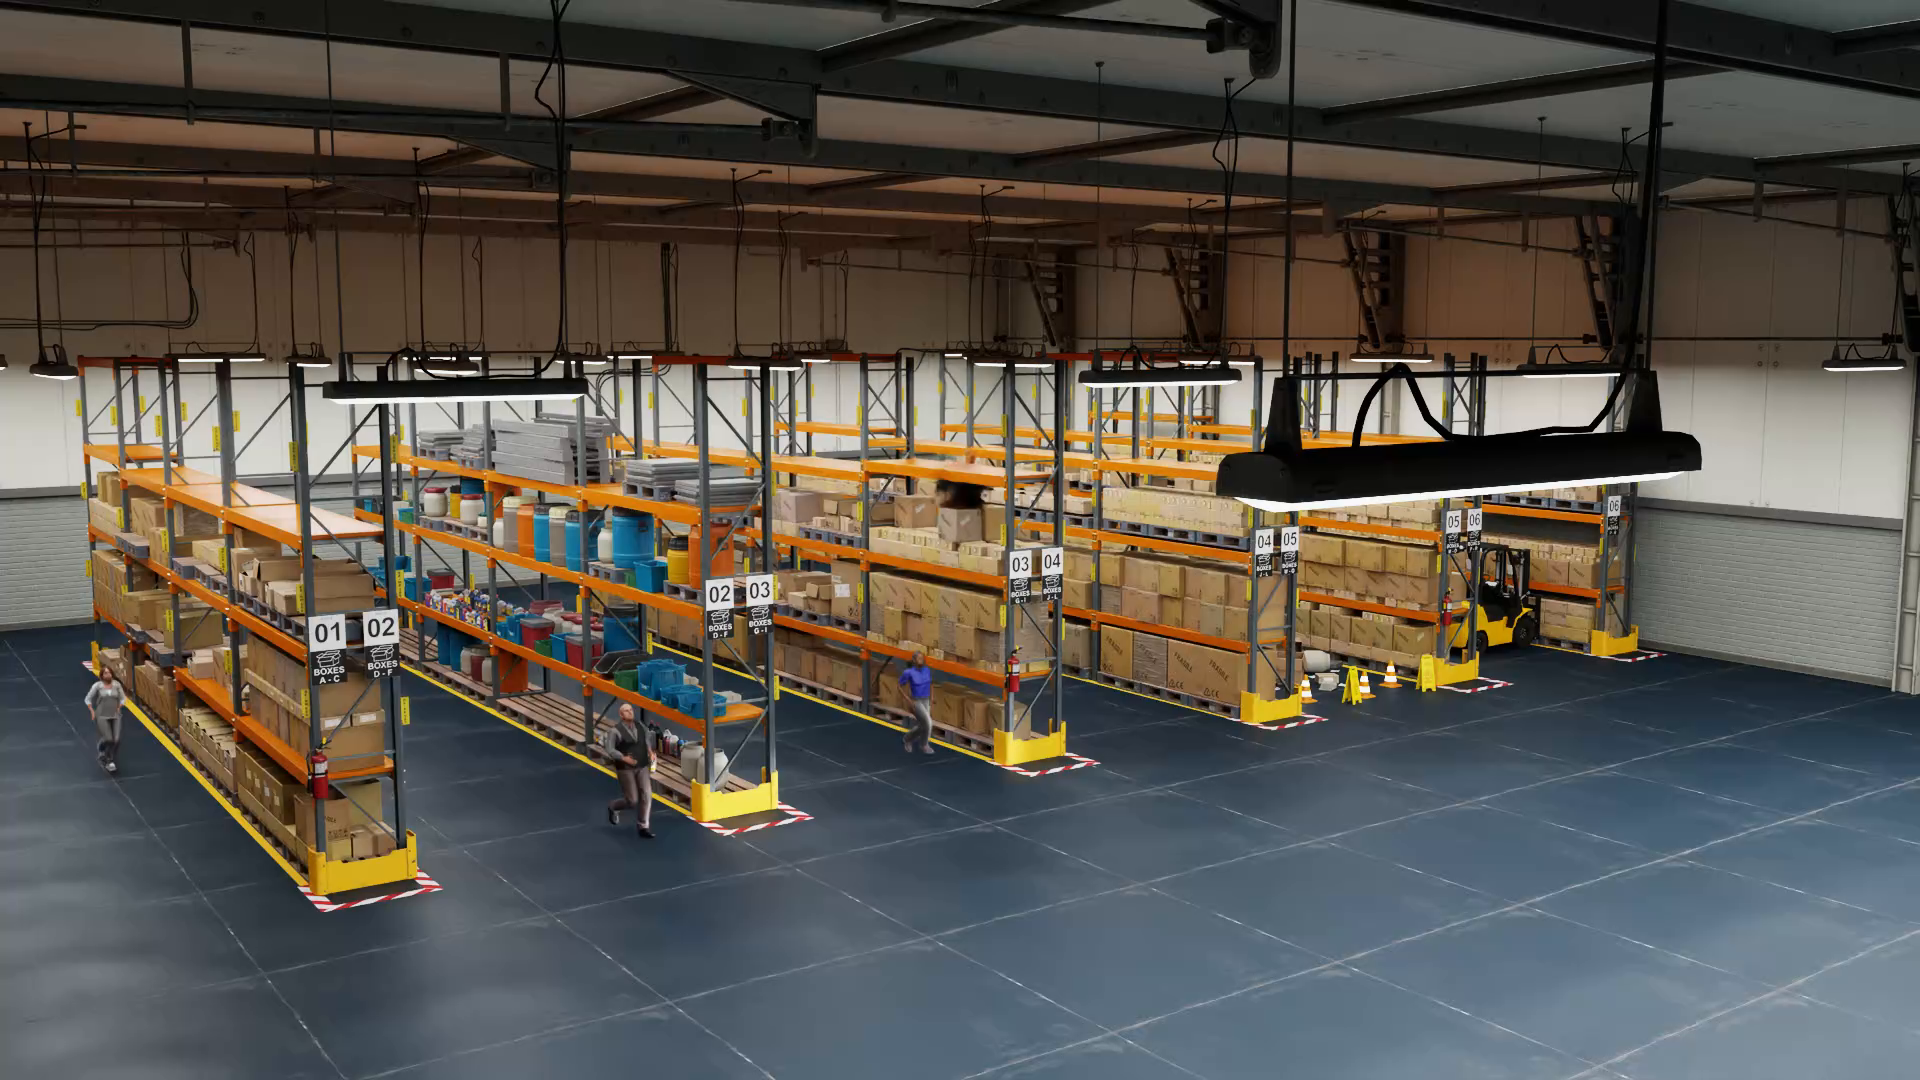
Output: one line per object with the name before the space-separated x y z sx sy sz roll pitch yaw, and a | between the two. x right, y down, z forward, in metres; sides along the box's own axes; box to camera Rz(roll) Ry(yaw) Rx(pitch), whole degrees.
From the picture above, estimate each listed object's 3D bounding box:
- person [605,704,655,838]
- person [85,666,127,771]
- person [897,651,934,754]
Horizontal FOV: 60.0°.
person | -4.156 2.935 21.295 0.678 1.662 0.799 -6 9 -41
person | -12.465 2.616 24.354 0.531 1.557 0.539 -6 9 -42
person | -0.633 2.417 24.576 0.582 1.589 0.837 -6 9 -40
